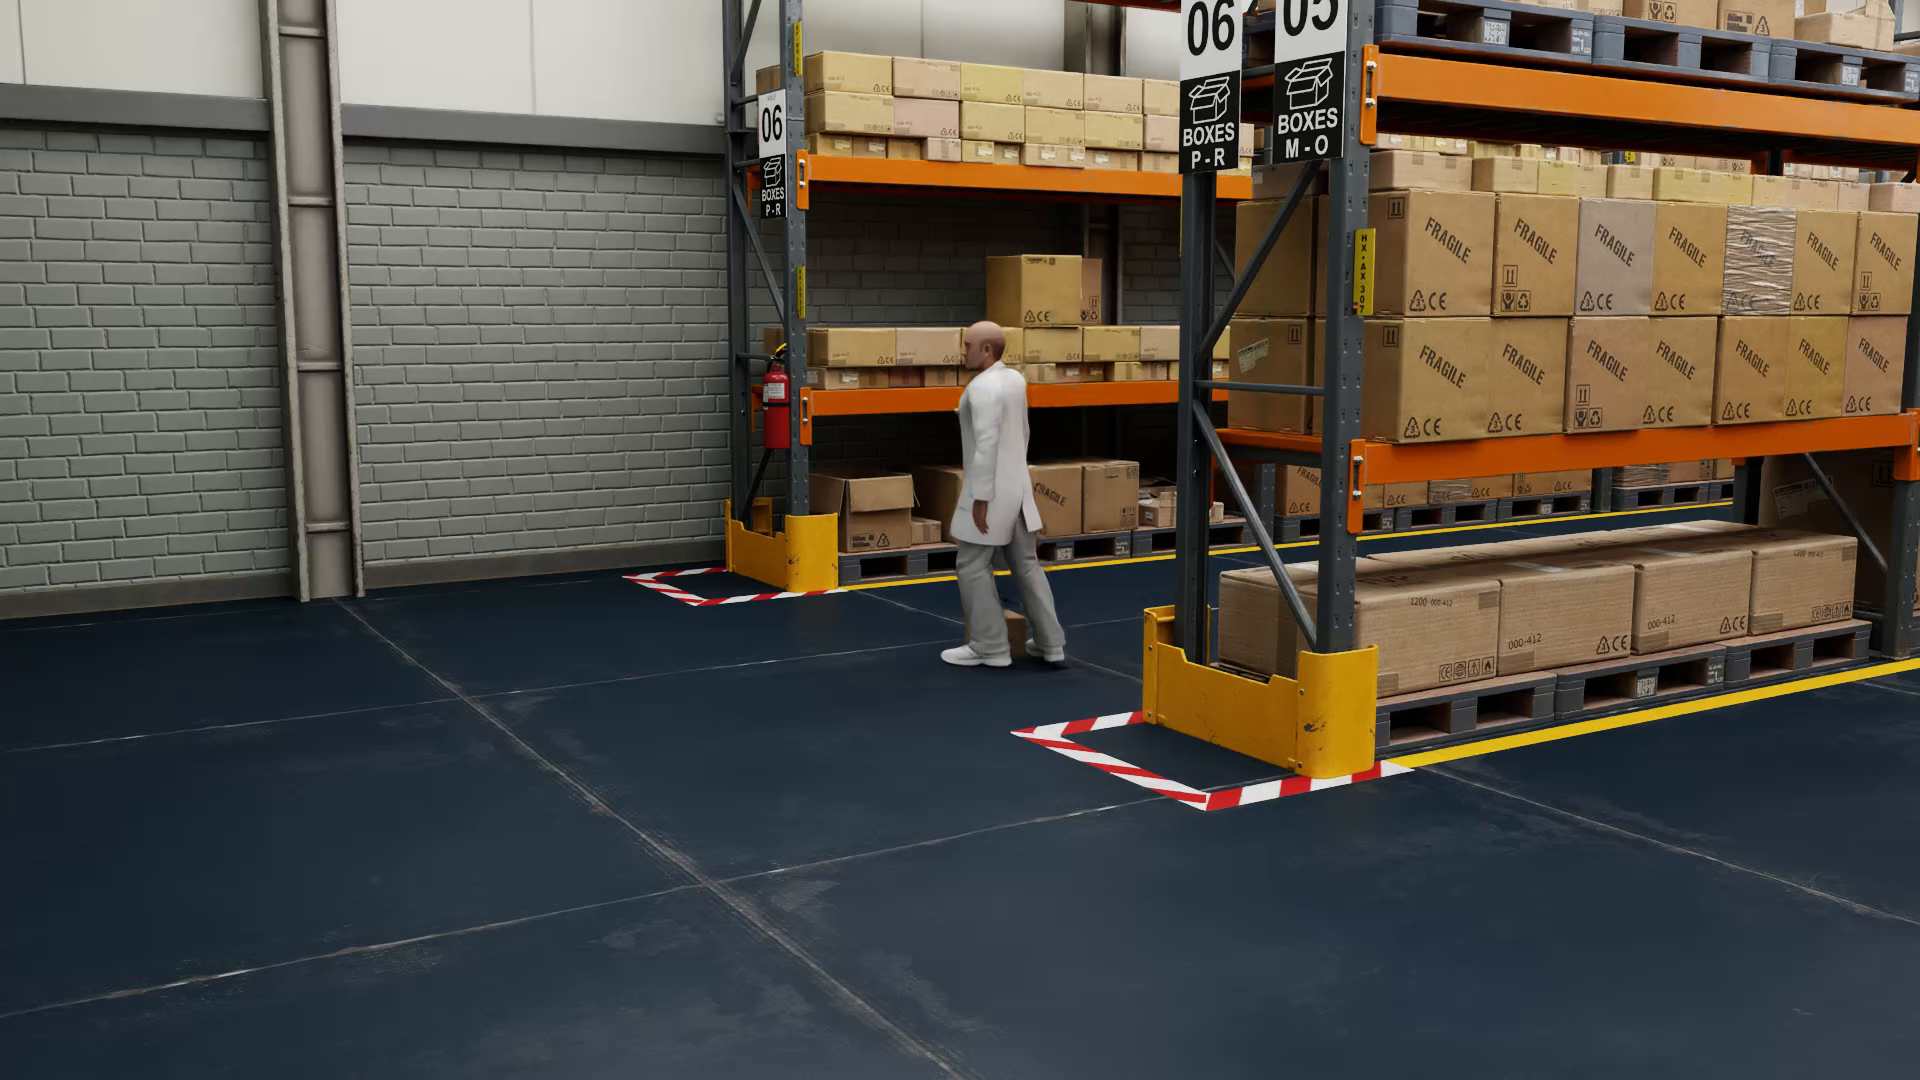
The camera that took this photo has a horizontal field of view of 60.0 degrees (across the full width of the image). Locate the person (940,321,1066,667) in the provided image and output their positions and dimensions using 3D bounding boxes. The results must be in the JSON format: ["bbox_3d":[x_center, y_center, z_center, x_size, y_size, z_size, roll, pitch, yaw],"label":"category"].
[{"bbox_3d":[0.227,-0.228,8.501,0.630,1.767,0.597,4,9,26],"label":"person"}]
